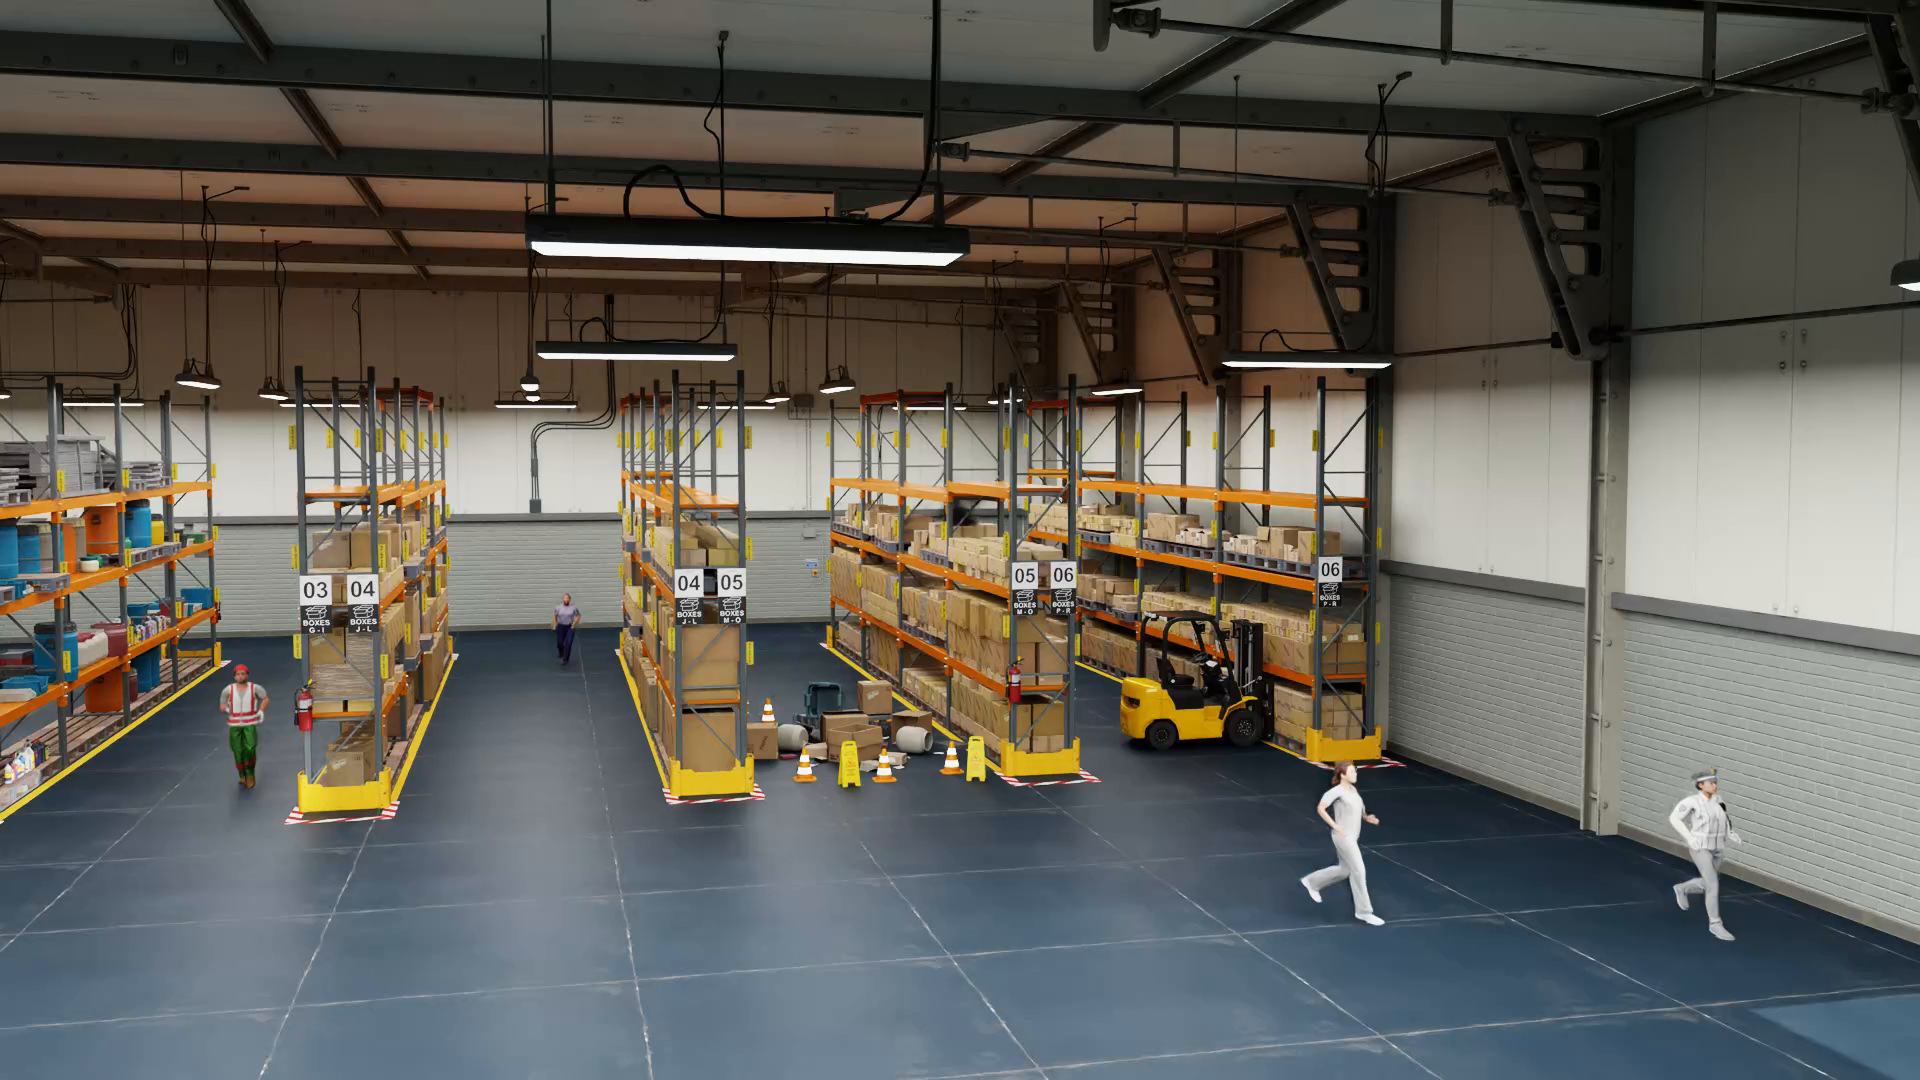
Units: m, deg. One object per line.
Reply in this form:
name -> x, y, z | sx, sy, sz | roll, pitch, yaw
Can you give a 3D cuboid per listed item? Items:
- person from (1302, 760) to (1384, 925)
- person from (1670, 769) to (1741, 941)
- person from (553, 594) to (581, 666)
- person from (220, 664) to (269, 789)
person -> 4.004, 3.133, 17.408 | 0.928, 1.675, 0.568 | 2, 4, 34
person -> 7.590, 3.160, 16.995 | 0.618, 1.696, 0.843 | -1, 4, -21
person -> -8.799, 2.002, 37.220 | 0.623, 1.603, 0.568 | -1, 3, -9
person -> -10.297, 2.689, 23.891 | 0.634, 1.795, 0.655 | -1, 4, -16
